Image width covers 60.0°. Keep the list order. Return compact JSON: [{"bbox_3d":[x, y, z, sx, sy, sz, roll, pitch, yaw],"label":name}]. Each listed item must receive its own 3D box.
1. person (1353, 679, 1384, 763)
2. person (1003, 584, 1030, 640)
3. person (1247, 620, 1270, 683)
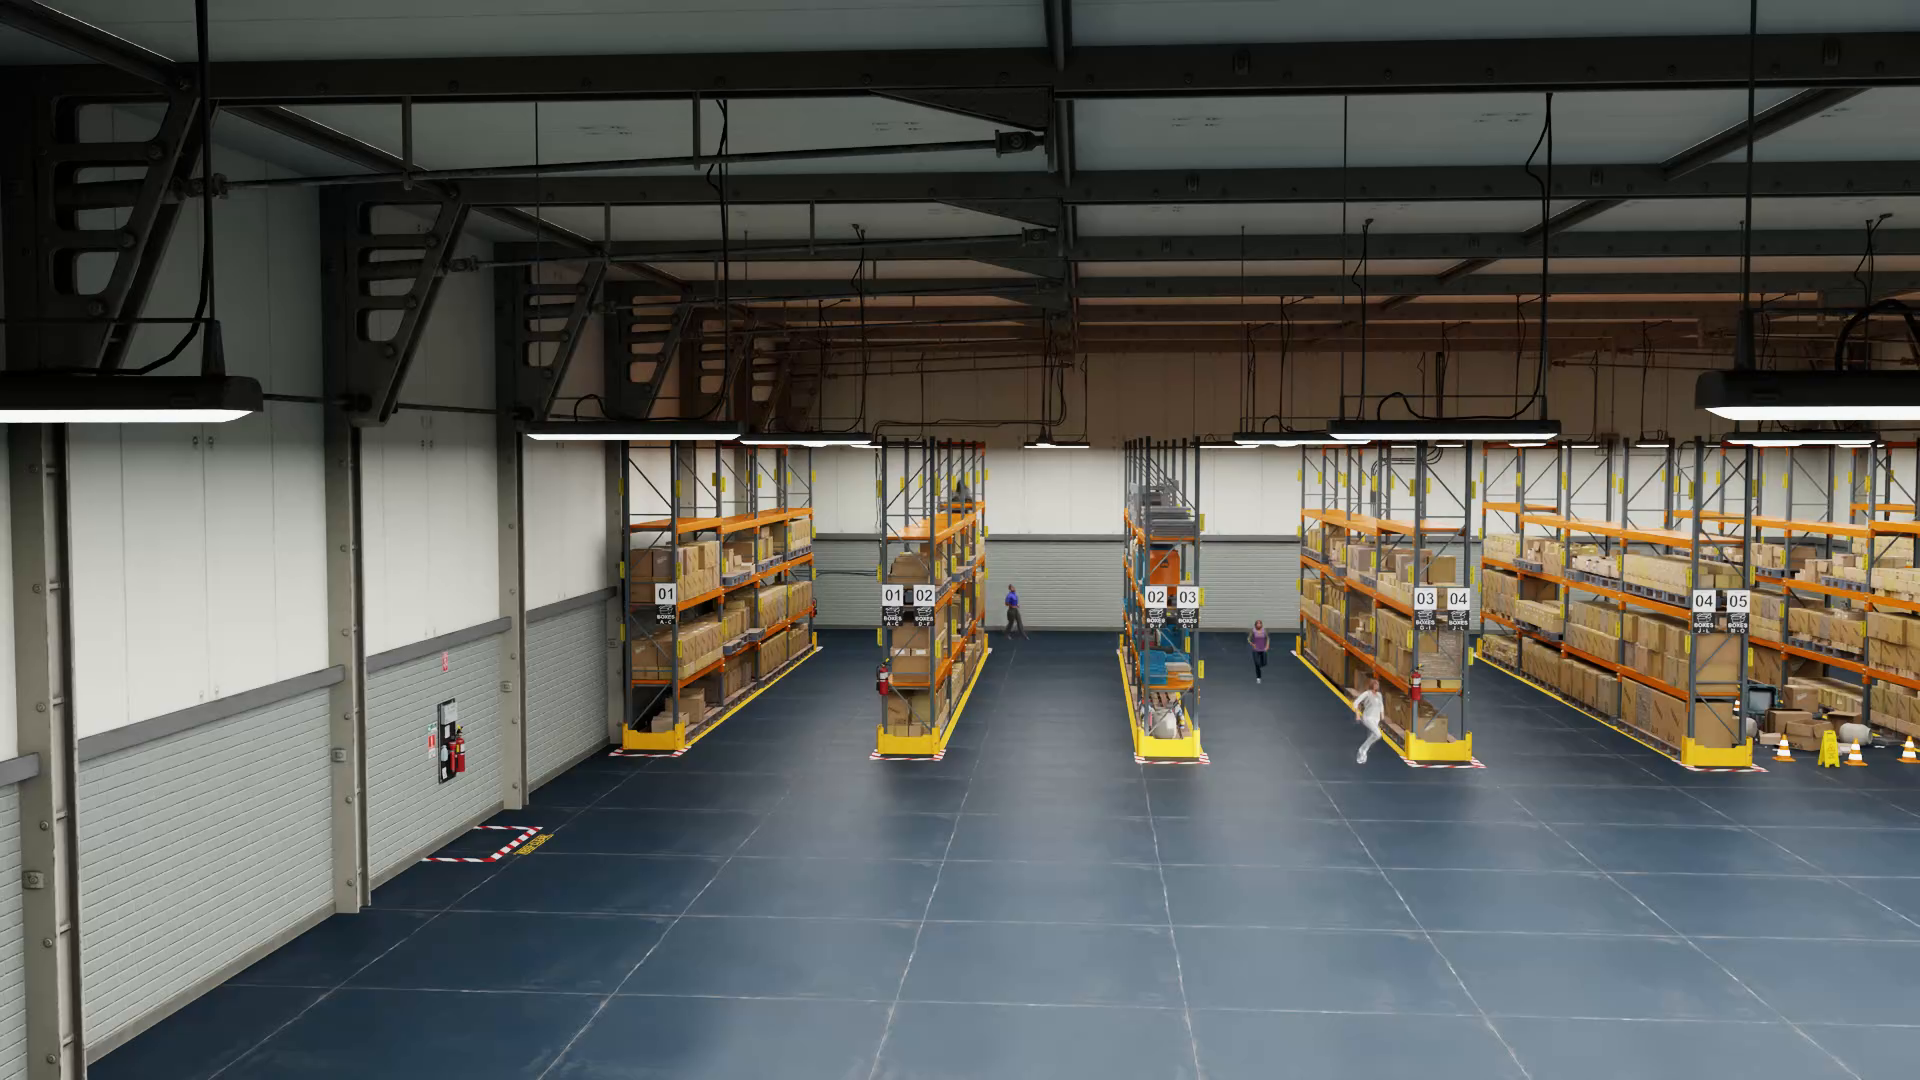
[{"bbox_3d":[7.556,3.319,30.424,0.545,1.535,0.550,-2,4,-30],"label":"person"},{"bbox_3d":[1.544,2.092,48.112,0.812,1.643,0.679,2,3,27],"label":"person"},{"bbox_3d":[7.406,2.751,41.254,0.585,1.558,0.550,0,3,-2],"label":"person"}]
